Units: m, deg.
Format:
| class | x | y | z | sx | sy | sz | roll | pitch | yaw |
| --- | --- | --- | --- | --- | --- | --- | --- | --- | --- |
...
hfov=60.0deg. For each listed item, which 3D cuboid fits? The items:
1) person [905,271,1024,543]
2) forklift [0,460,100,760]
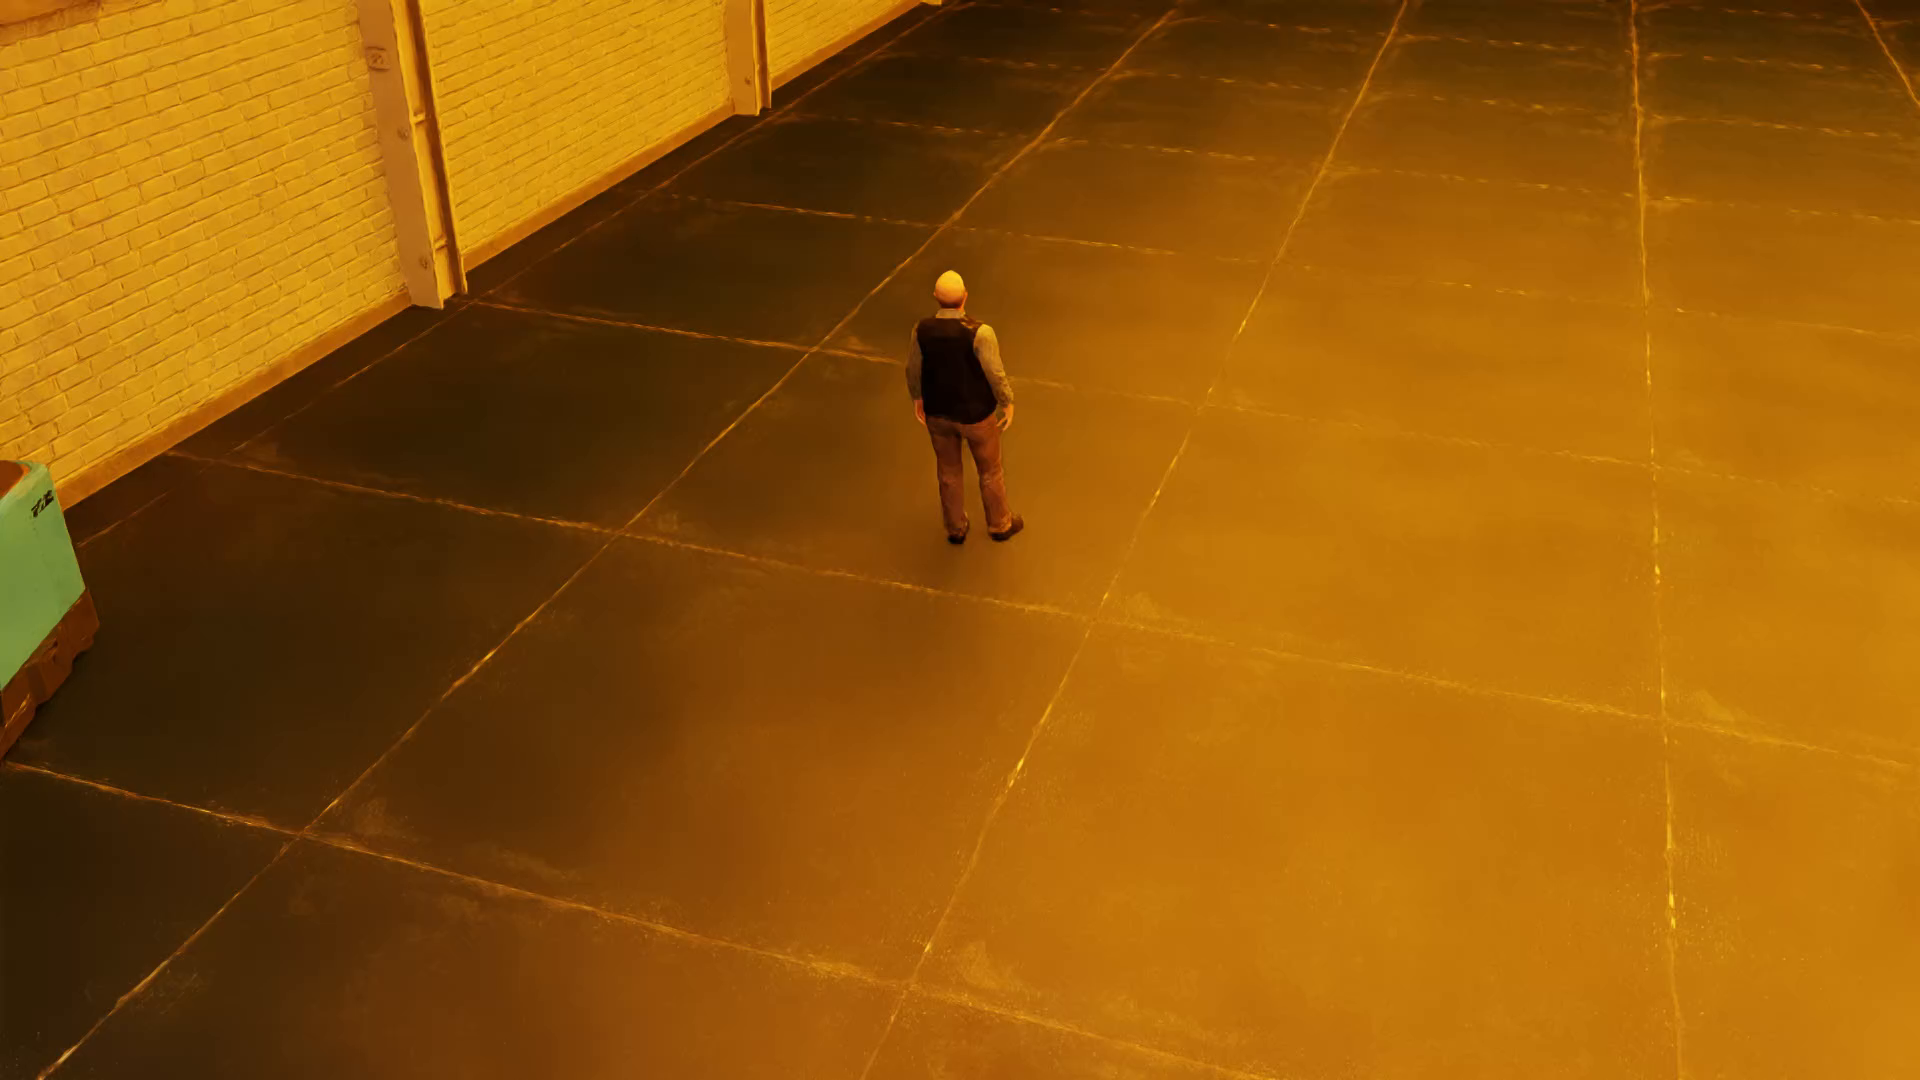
| class | x | y | z | sx | sy | sz | roll | pitch | yaw |
| --- | --- | --- | --- | --- | --- | --- | --- | --- | --- |
| person | 0.028 | -0.782 | 9.715 | 0.632 | 1.720 | 0.567 | 10 | 31 | 16 |
| forklift | -5.214 | -0.023 | 7.177 | 1.130 | 2.935 | 3.031 | -1 | 30 | -1 |
